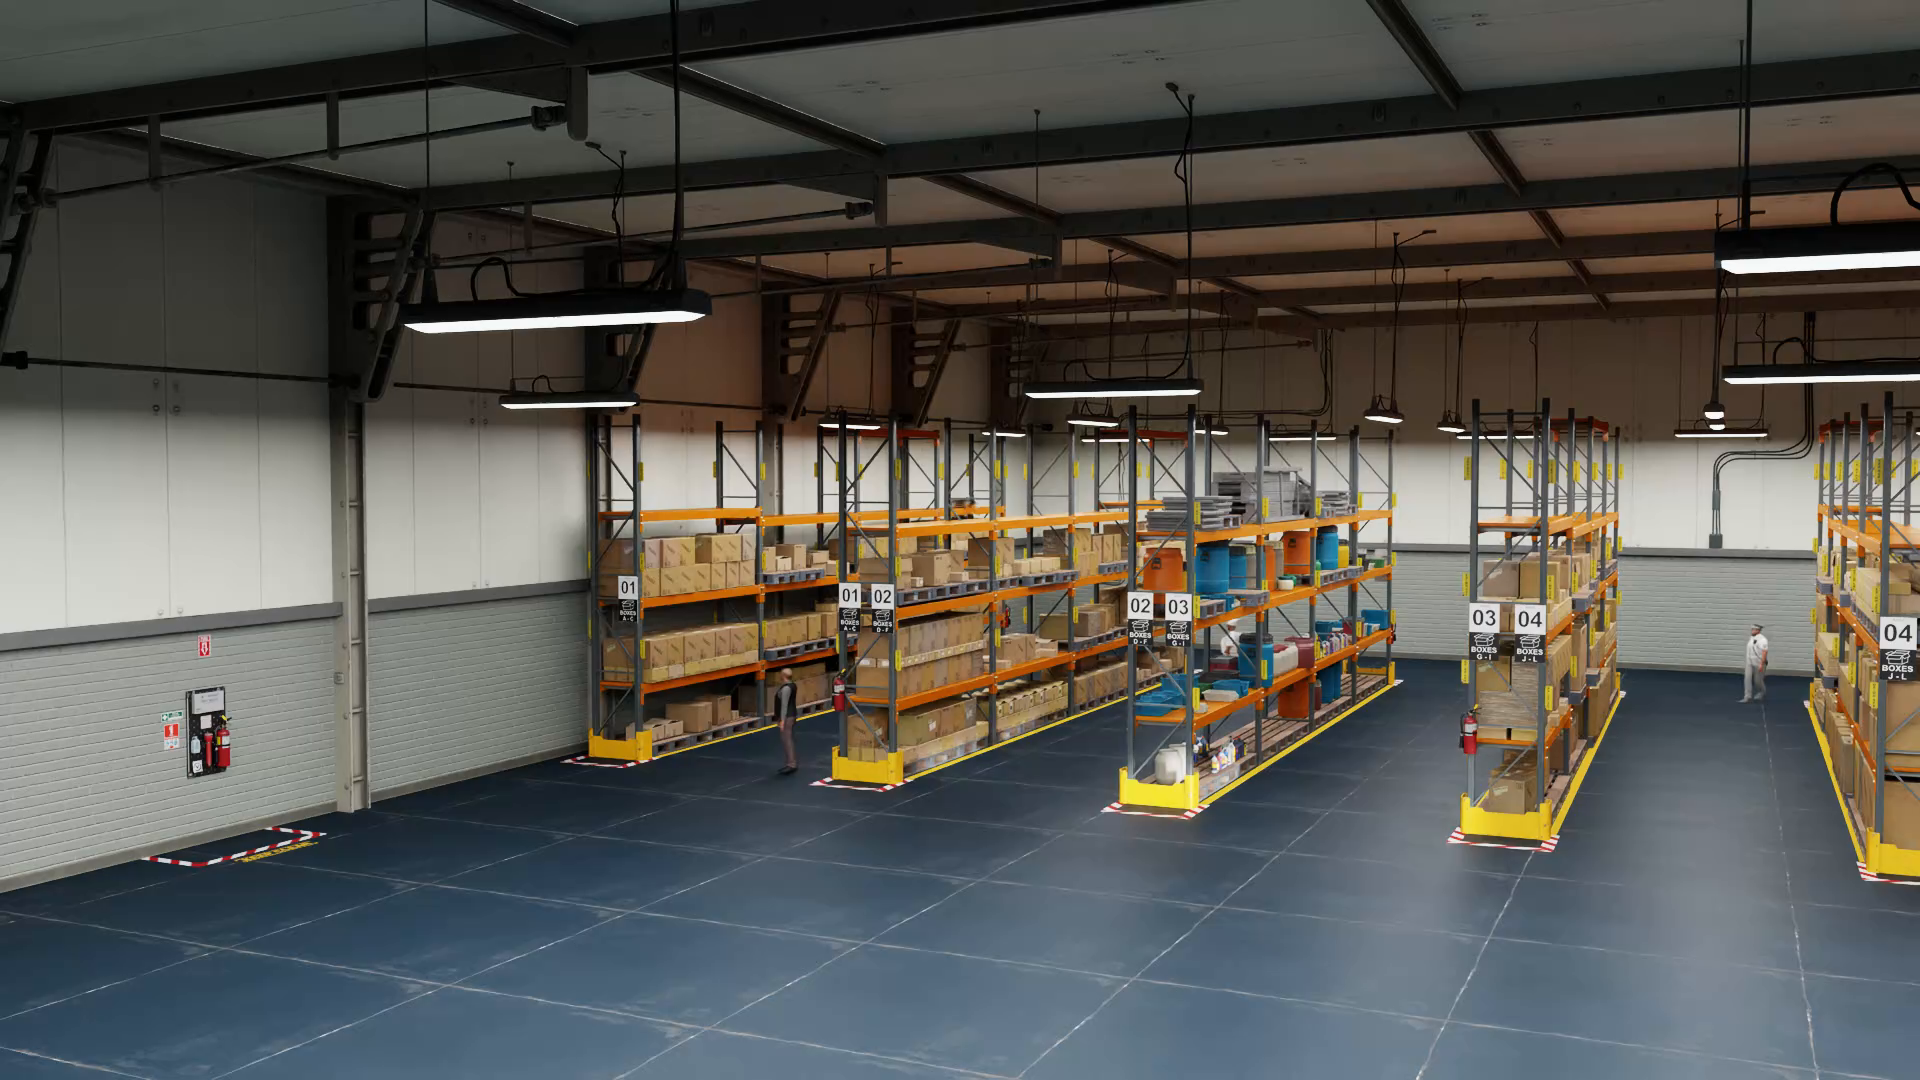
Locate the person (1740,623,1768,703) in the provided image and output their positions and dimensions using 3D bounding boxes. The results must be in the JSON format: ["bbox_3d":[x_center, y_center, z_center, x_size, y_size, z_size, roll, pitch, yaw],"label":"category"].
[{"bbox_3d":[17.252,2.646,35.911,0.821,1.736,0.523,-2,3,-36],"label":"person"}]

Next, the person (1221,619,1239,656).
[{"bbox_3d":[5.878,2.621,36.580,0.552,1.788,0.595,0,2,4],"label":"person"}]

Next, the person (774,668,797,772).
[{"bbox_3d":[-2.896,3.010,27.689,0.387,1.759,0.618,0,2,5],"label":"person"}]
